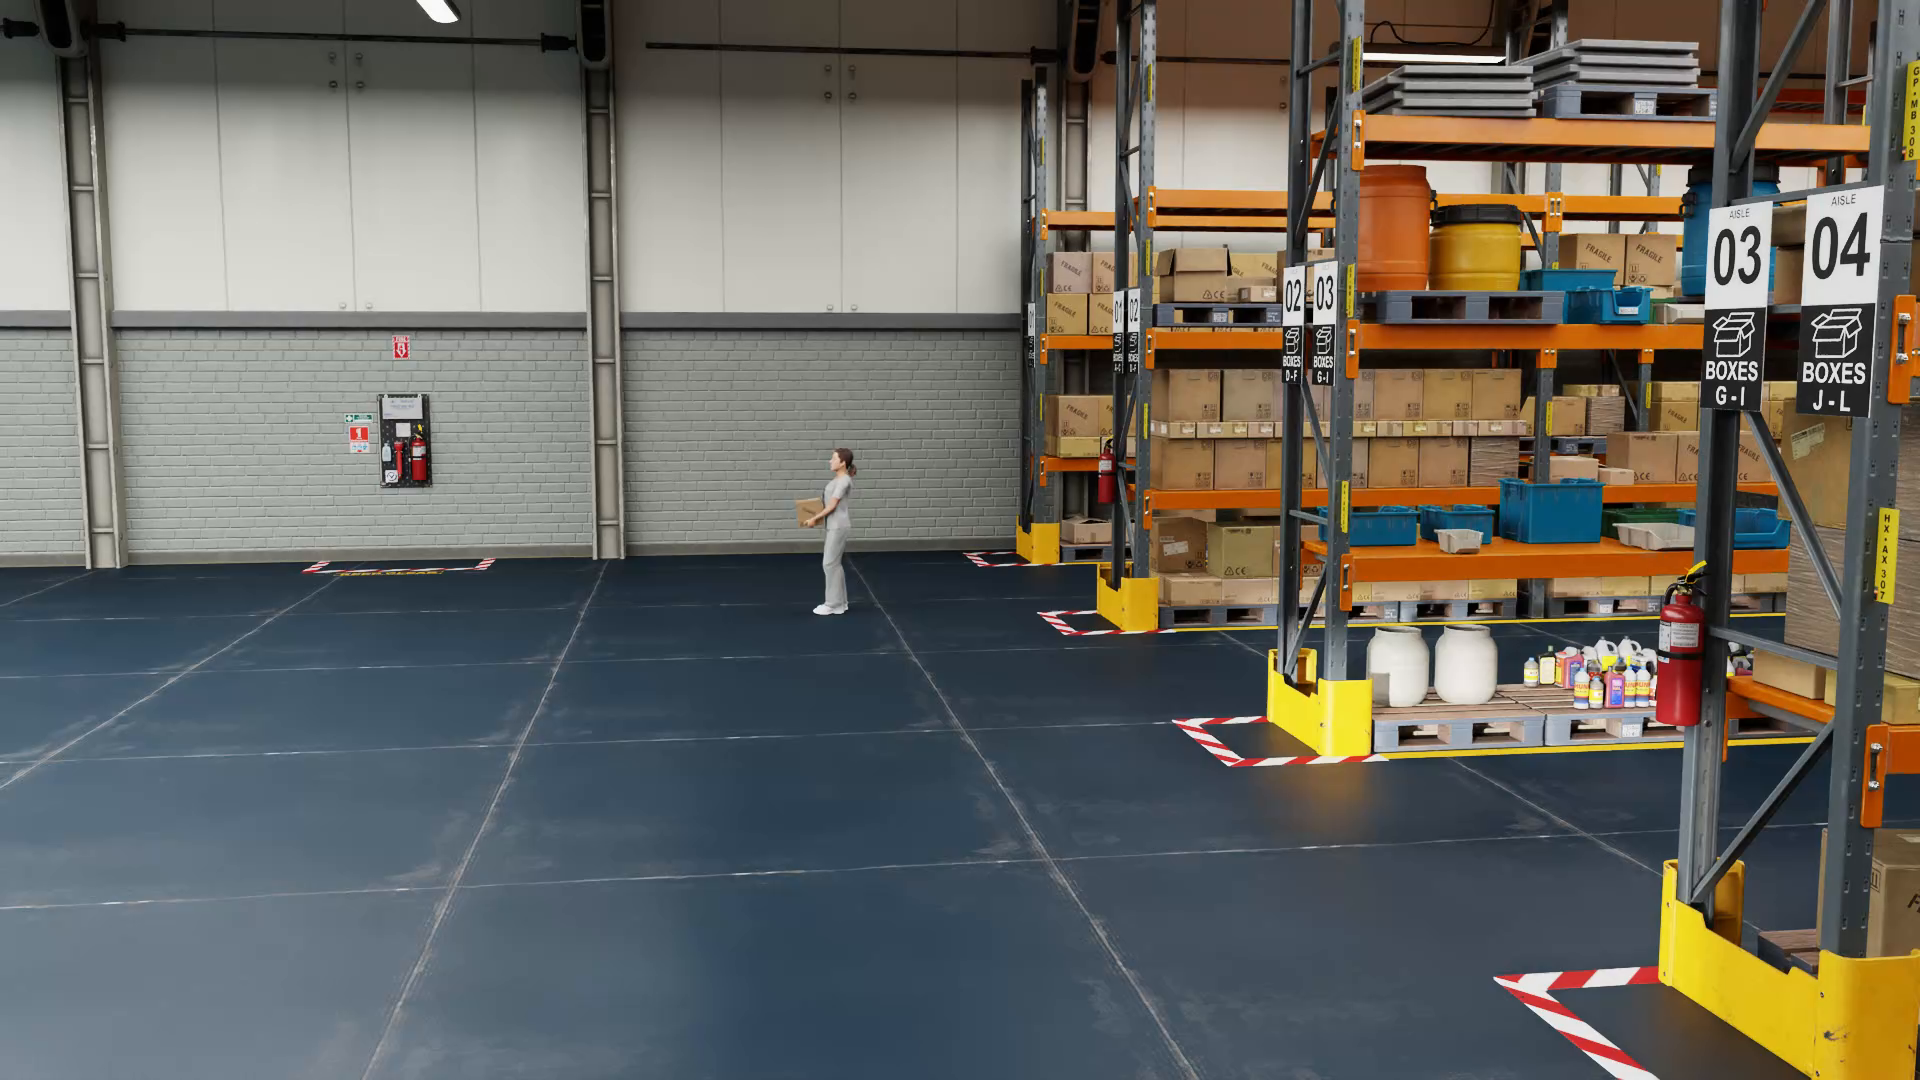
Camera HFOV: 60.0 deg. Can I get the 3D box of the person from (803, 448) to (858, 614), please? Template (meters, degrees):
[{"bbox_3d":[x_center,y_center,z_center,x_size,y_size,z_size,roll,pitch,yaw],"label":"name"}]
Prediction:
[{"bbox_3d":[-1.298,-0.092,16.661,0.554,1.662,0.436,-1,7,-8],"label":"person"}]
